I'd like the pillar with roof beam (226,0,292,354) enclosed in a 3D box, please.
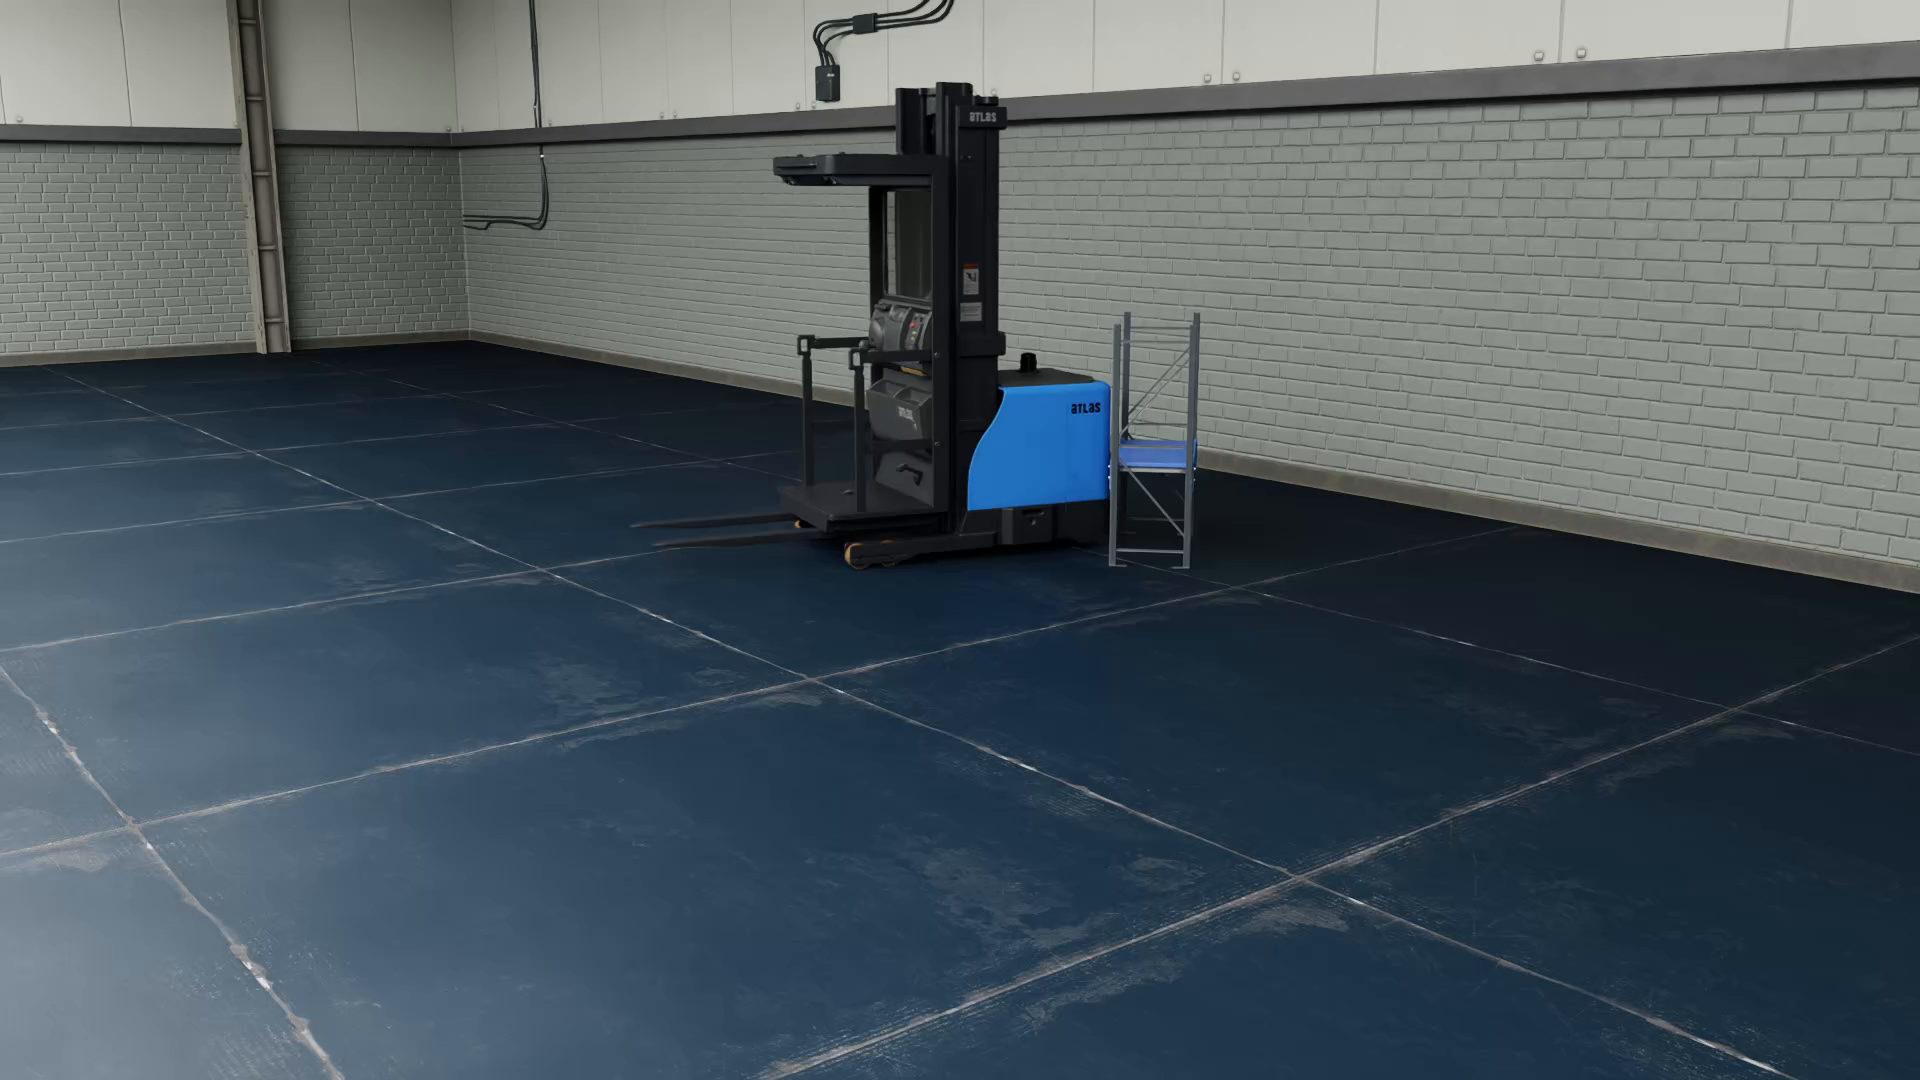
[{"bbox_3d":[-7.130,-6.396,19.583,0.400,9.000,9.100,-9,15,-38],"label":"pillar with roof beam"}]

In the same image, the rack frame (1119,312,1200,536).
[{"bbox_3d":[1.337,-0.773,11.158,0.500,1.500,0.032,2,12,9],"label":"rack frame"}]

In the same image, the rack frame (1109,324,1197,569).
[{"bbox_3d":[1.177,-0.564,10.176,0.500,1.500,0.032,2,12,9],"label":"rack frame"}]

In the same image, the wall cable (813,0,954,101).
[{"bbox_3d":[-0.774,-7.383,16.047,0.169,6.003,2.305,-9,15,-38],"label":"wall cable"}]

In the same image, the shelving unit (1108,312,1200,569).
[{"bbox_3d":[1.257,-0.669,10.667,0.538,1.500,1.048,2,12,9],"label":"shelving unit"}]

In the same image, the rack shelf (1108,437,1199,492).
[{"bbox_3d":[1.257,-0.493,10.705,0.538,0.185,1.000,2,12,9],"label":"rack shelf"}]

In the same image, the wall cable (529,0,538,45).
[{"bbox_3d":[-5.002,-7.774,21.393,0.112,2.526,3.097,-9,15,-38],"label":"wall cable"}]

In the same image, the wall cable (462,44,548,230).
[{"bbox_3d":[-6.692,-5.743,23.984,0.112,2.526,3.097,-9,15,-38],"label":"wall cable"}]

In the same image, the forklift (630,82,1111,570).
[{"bbox_3d":[-0.568,-1.374,10.545,3.031,2.935,1.130,-5,13,-23],"label":"forklift"}]
